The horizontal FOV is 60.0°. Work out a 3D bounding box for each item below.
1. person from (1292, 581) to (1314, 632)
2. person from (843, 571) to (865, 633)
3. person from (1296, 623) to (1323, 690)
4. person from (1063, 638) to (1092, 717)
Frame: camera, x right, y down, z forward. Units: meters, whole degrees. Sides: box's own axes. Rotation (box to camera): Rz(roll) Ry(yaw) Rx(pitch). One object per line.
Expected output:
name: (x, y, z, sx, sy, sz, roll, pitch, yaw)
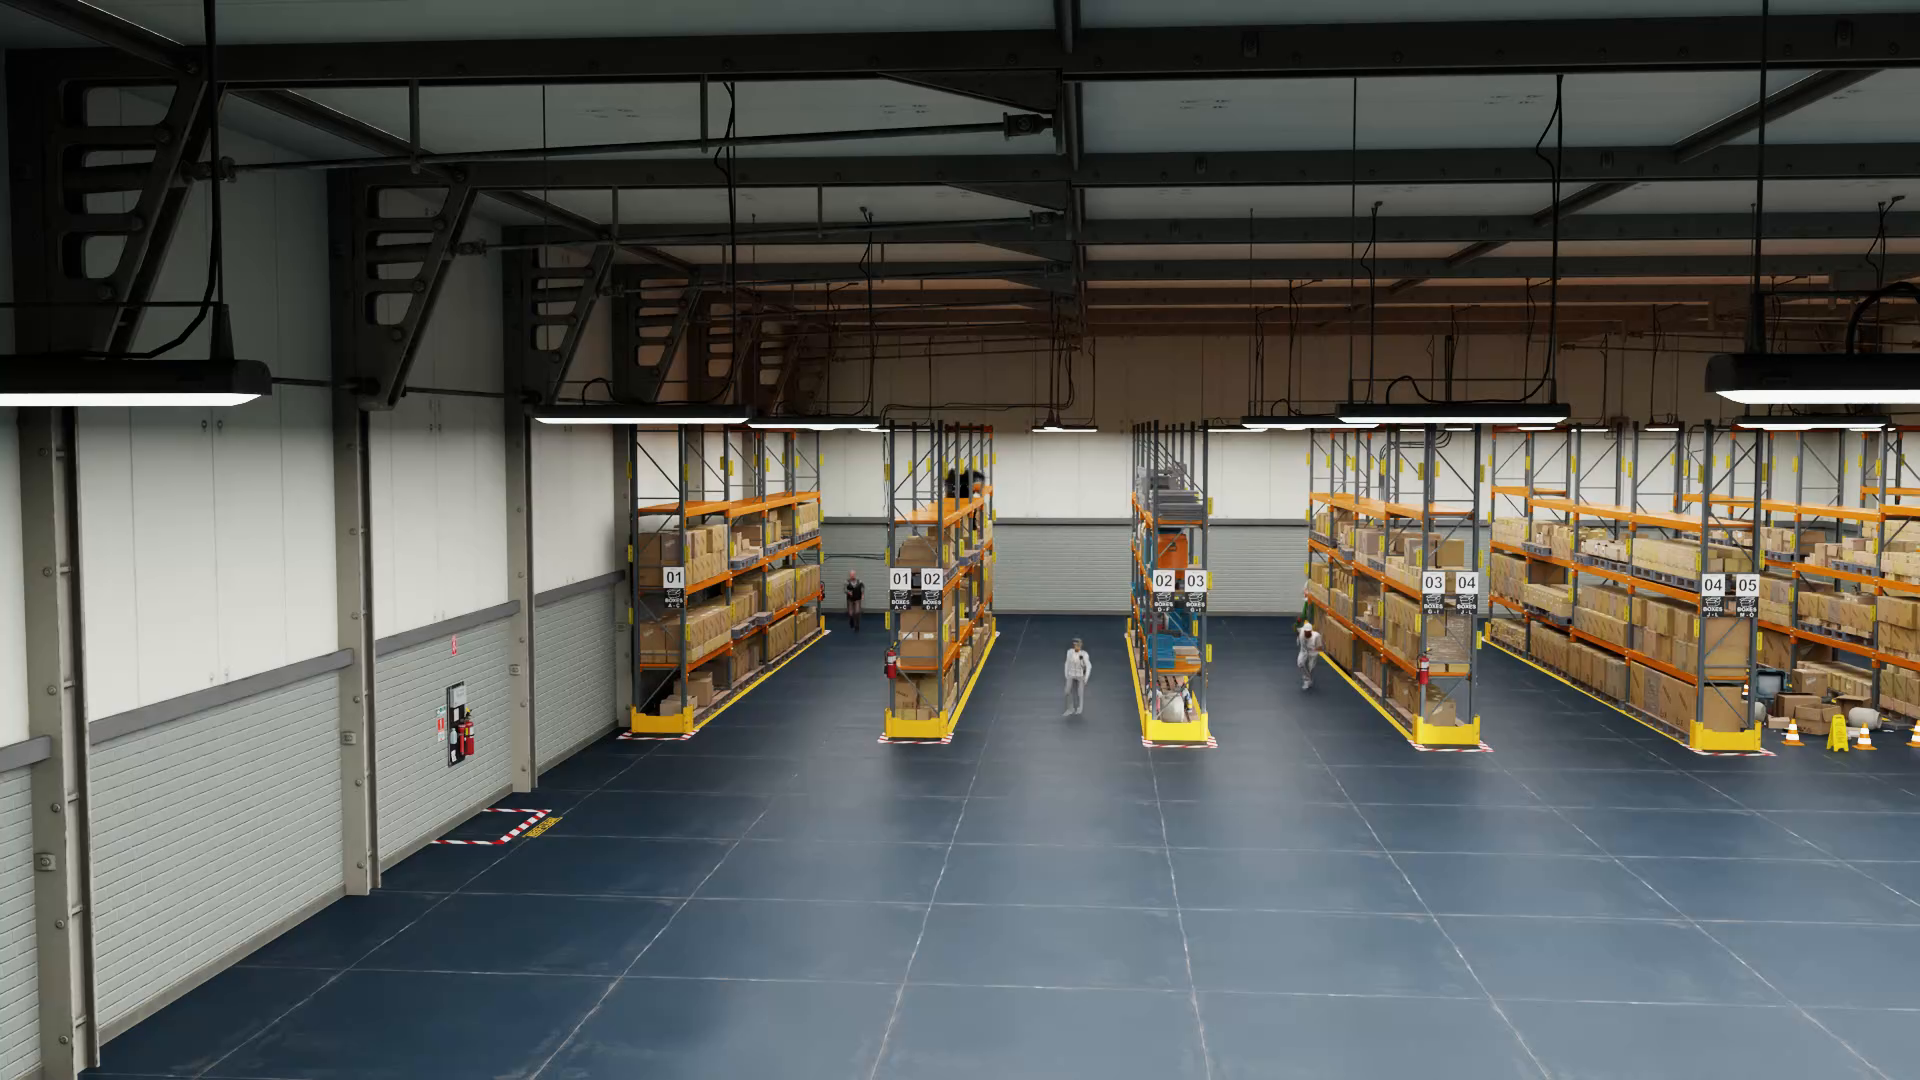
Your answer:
person: (10.098, 1.779, 47.805, 0.992, 1.784, 0.699, 2, 4, 34)
person: (-2.989, 1.735, 46.825, 0.613, 1.756, 0.813, 0, 4, -2)
person: (7.881, 2.591, 37.503, 0.679, 1.547, 1.182, 2, 4, 23)
person: (2.401, 2.786, 33.845, 0.593, 1.620, 0.706, 1, 4, 13)
